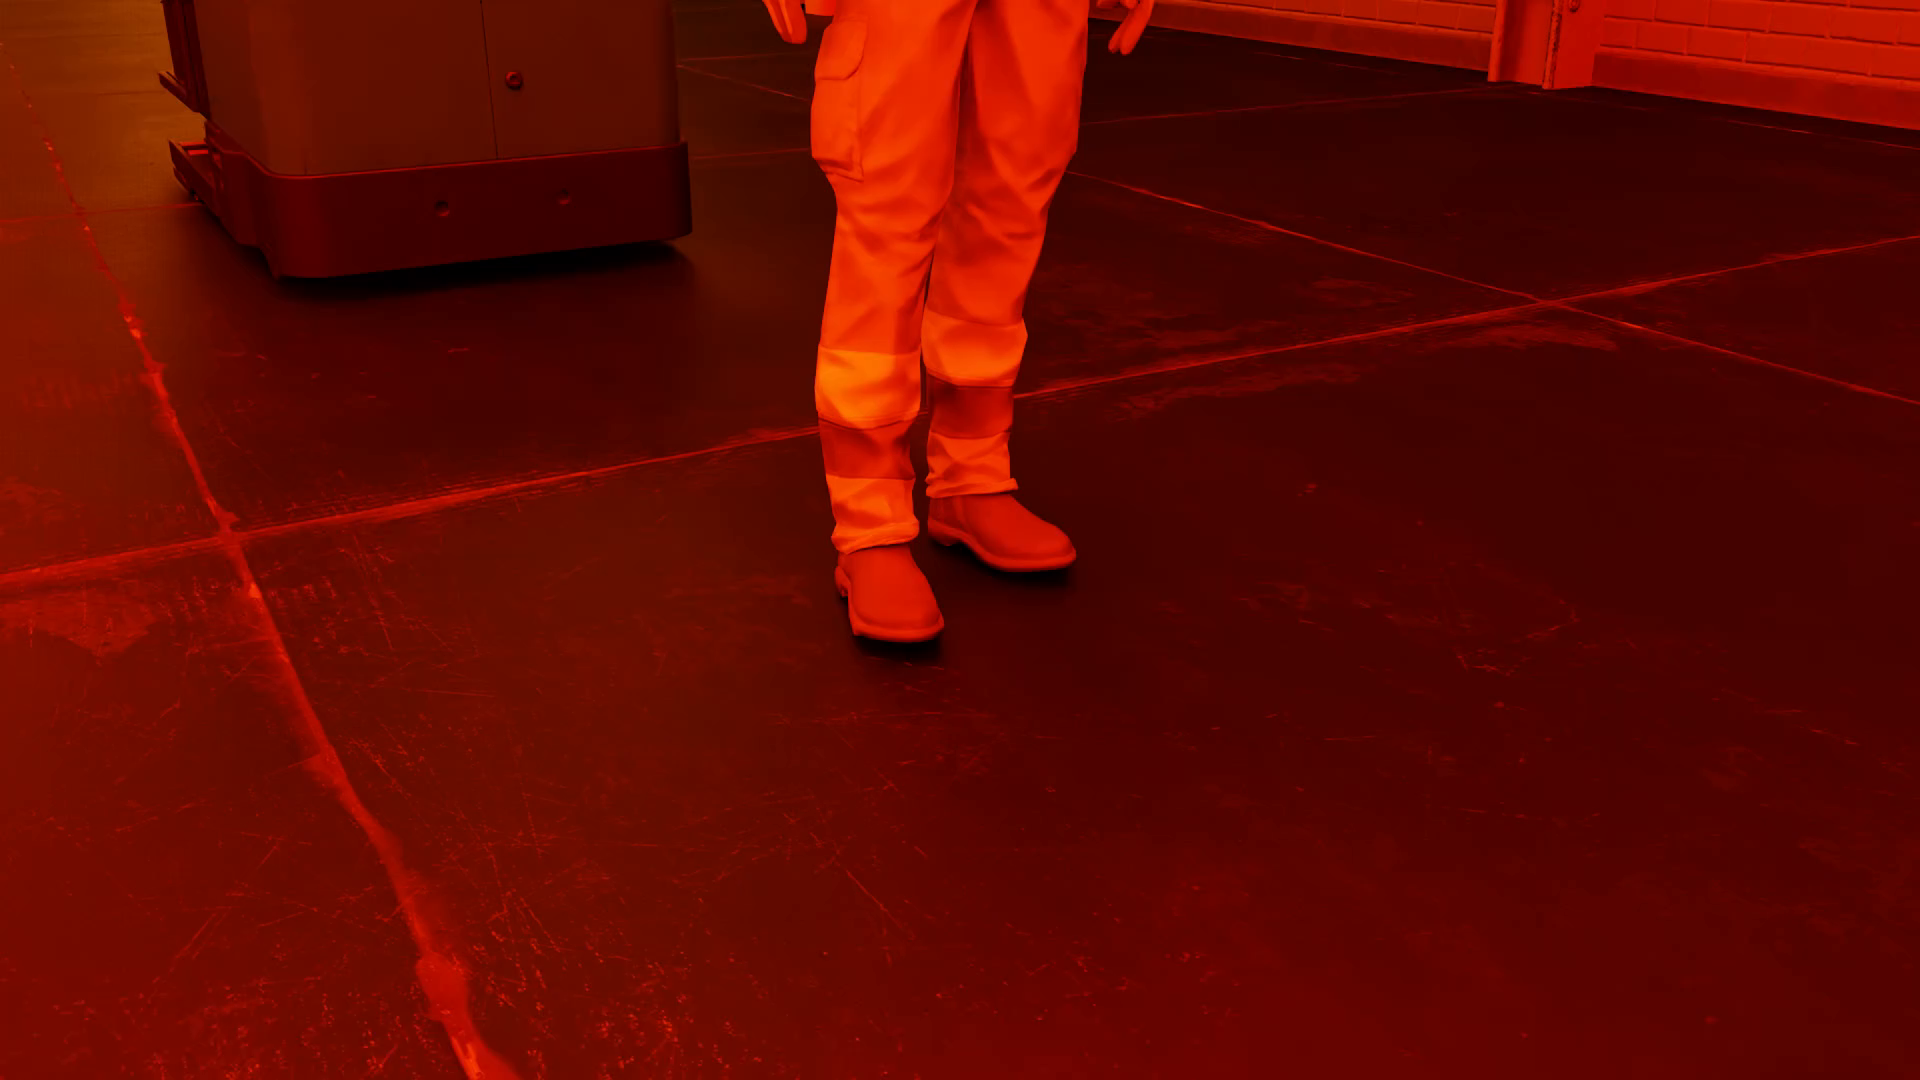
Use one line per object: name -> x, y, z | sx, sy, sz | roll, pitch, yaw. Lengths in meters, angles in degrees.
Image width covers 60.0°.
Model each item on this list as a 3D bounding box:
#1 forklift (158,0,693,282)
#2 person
forklift -> -1.897, -2.495, 4.854 | 1.130, 2.935, 3.031 | -13, 25, -28
person -> 0.030, -0.806, 2.222 | 0.637, 1.790, 0.562 | -12, 25, -28
